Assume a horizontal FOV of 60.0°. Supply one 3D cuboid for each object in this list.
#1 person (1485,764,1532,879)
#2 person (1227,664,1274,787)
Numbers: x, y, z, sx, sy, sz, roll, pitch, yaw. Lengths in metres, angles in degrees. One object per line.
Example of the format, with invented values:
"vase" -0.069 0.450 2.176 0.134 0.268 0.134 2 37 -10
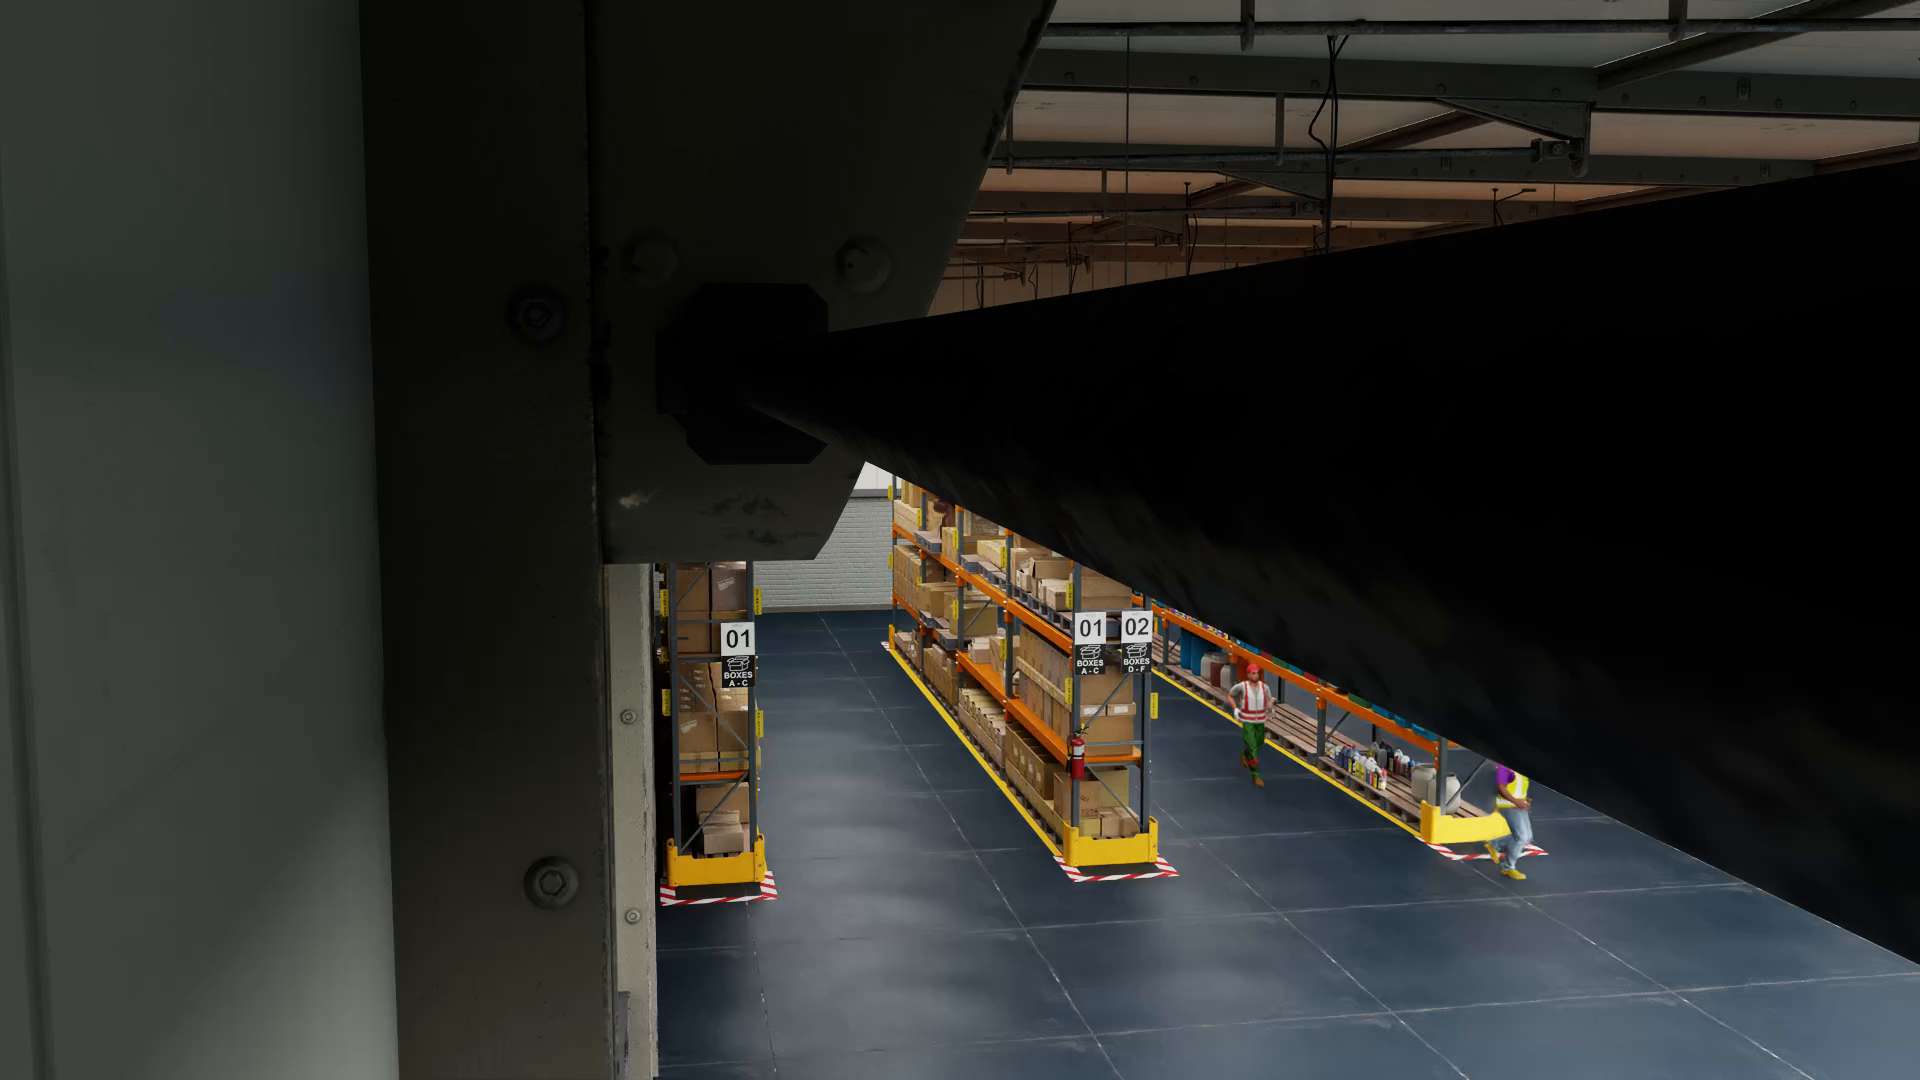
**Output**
"person" 6.785 3.275 20.497 0.585 1.724 0.760 4 7 34
"person" 4.393 2.744 25.066 0.656 1.788 0.941 -1 6 -13
